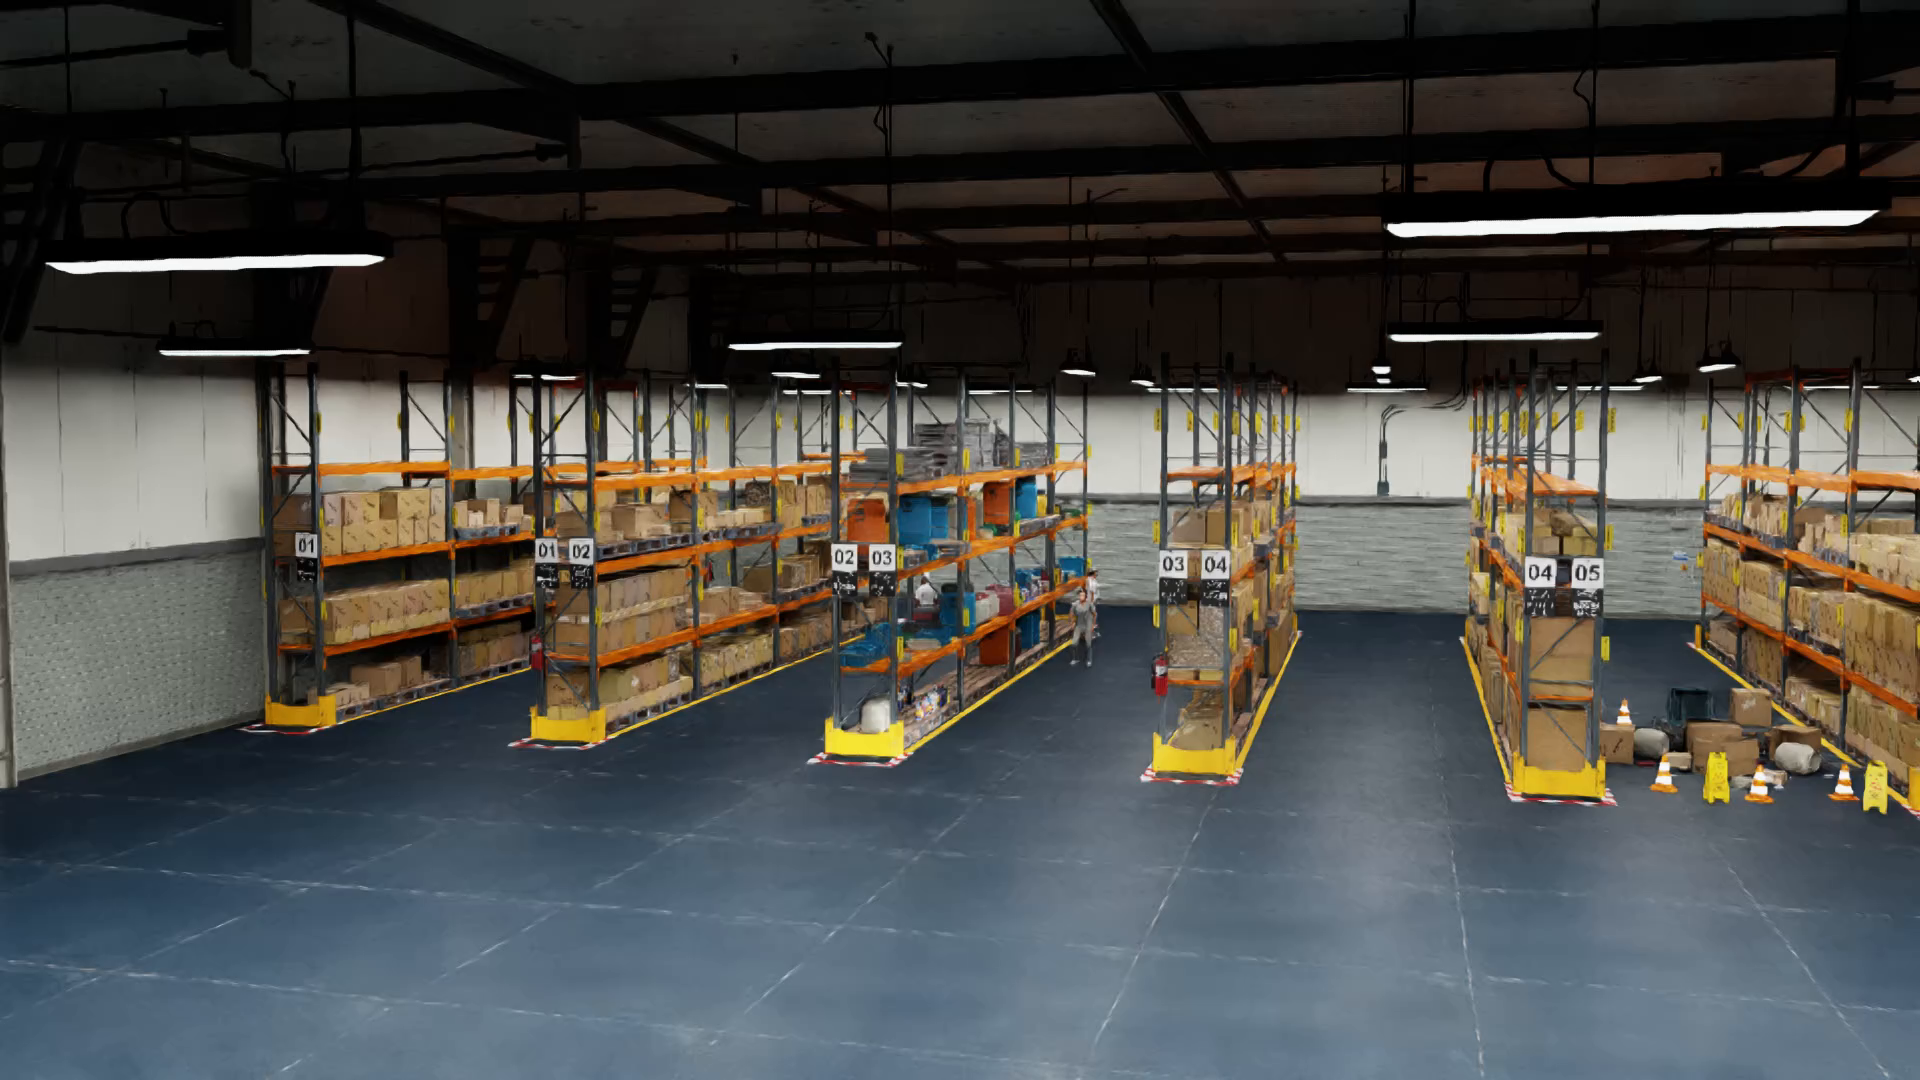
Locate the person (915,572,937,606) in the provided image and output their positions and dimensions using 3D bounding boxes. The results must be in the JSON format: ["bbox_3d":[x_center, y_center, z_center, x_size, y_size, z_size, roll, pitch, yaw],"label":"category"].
[{"bbox_3d":[-0.765,1.562,36.194,0.585,1.763,0.682,3,5,37],"label":"person"}]

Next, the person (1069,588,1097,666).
[{"bbox_3d":[2.534,1.792,34.256,0.580,1.618,0.507,1,4,13],"label":"person"}]

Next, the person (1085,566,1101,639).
[{"bbox_3d":[3.078,1.447,38.574,0.461,1.671,0.577,0,4,-2],"label":"person"}]
